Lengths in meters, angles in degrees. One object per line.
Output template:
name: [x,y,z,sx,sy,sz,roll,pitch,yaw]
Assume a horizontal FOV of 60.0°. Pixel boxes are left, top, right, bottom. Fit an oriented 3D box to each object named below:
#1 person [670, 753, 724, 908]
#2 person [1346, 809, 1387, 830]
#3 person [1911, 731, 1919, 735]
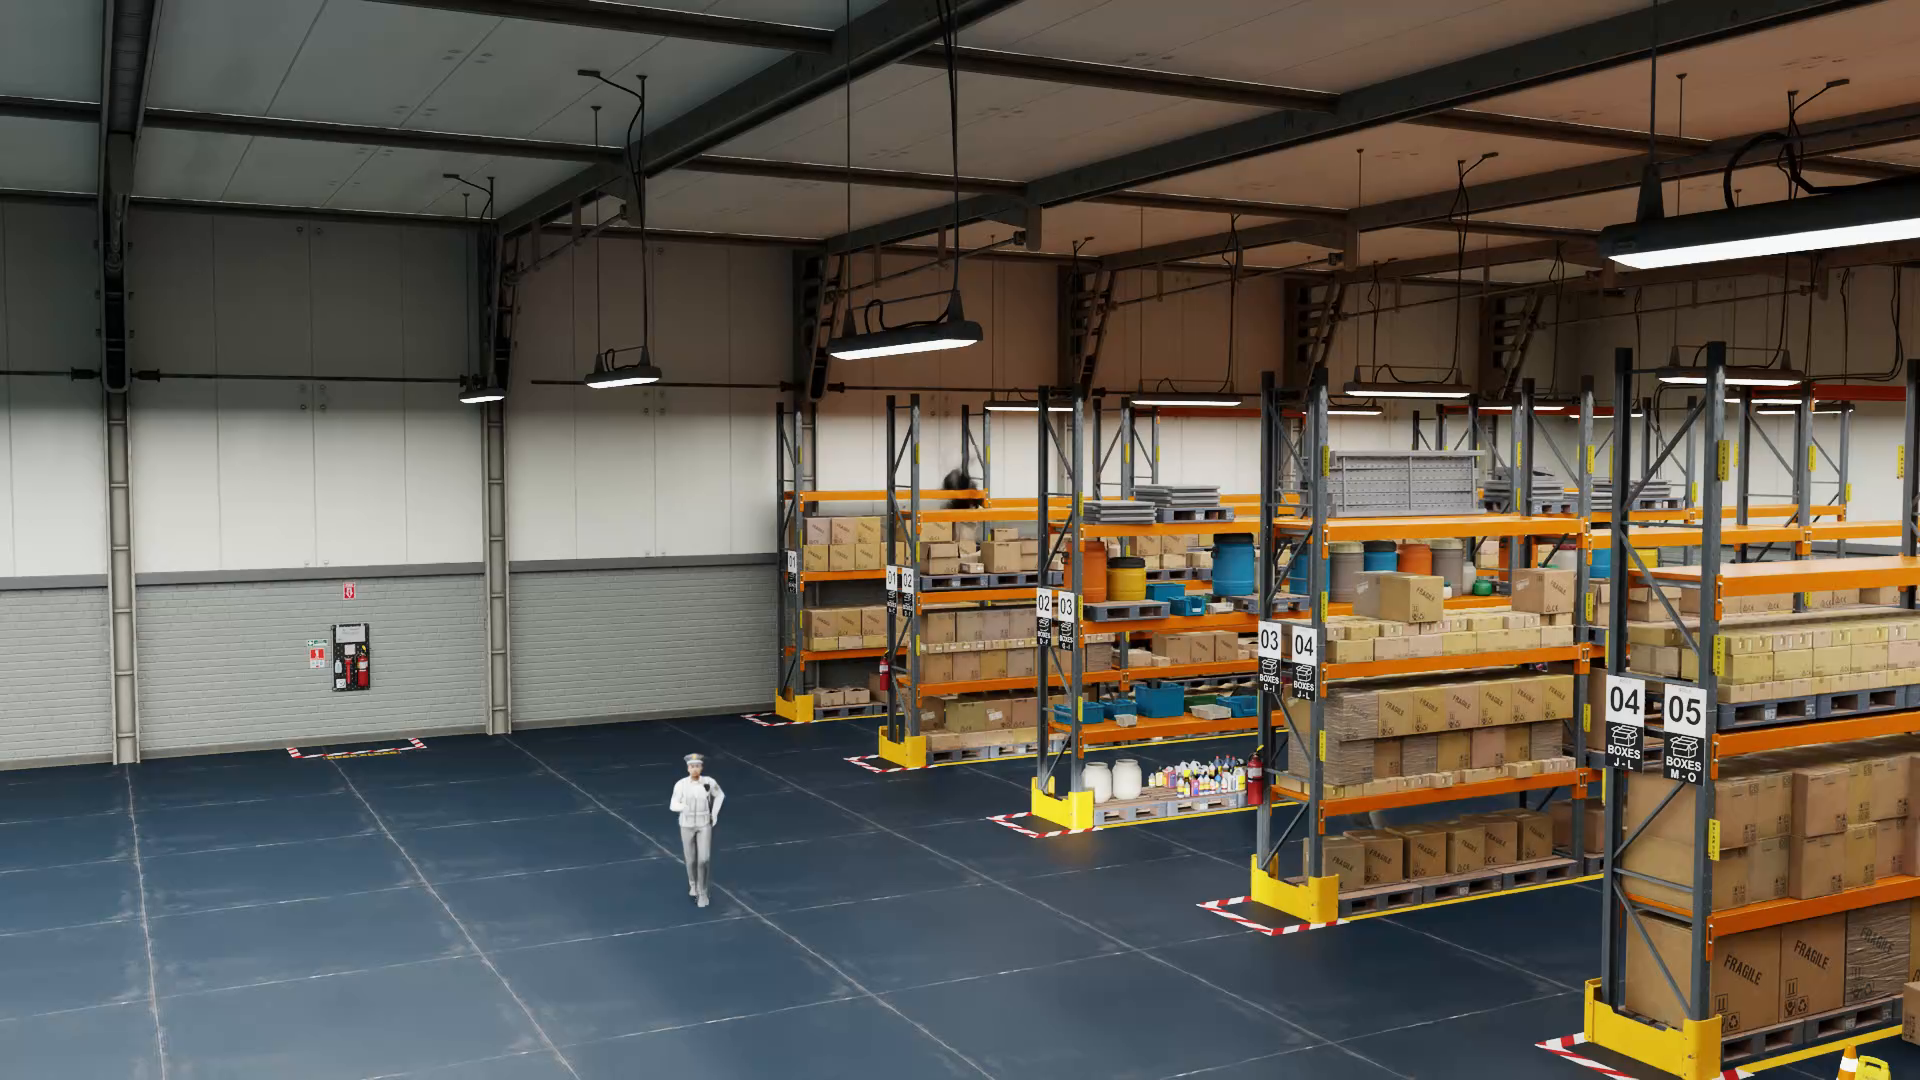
person: [-2.964,3.262,18.732,0.592,1.736,0.683,0,3,-5]
person: [5.185,3.087,21.120,0.658,1.761,0.642,-3,4,-39]
person: [11.737,3.180,20.554,0.770,1.709,0.580,-2,4,-37]
